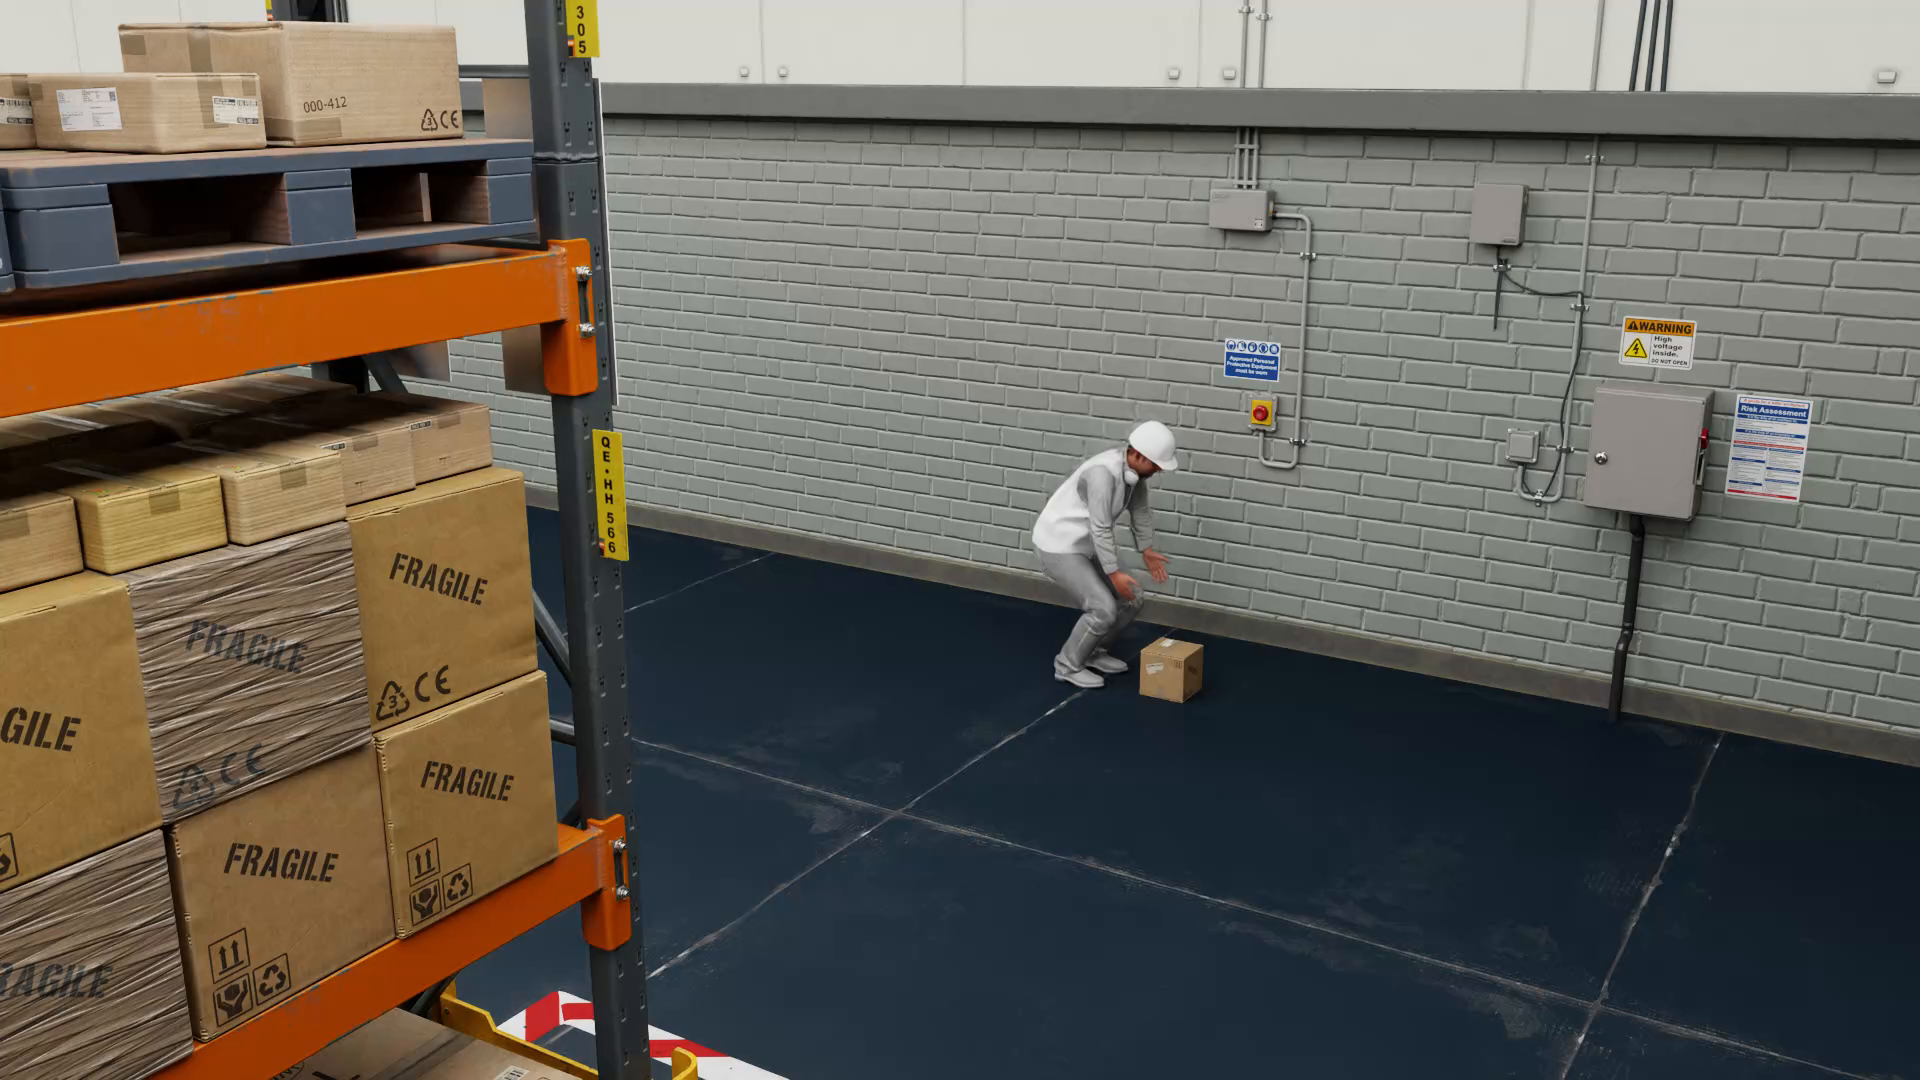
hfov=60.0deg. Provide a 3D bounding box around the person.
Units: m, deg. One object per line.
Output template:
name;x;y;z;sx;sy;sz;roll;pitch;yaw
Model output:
person;0.785;0.049;8.911;0.753;1.449;0.591;10;19;30
